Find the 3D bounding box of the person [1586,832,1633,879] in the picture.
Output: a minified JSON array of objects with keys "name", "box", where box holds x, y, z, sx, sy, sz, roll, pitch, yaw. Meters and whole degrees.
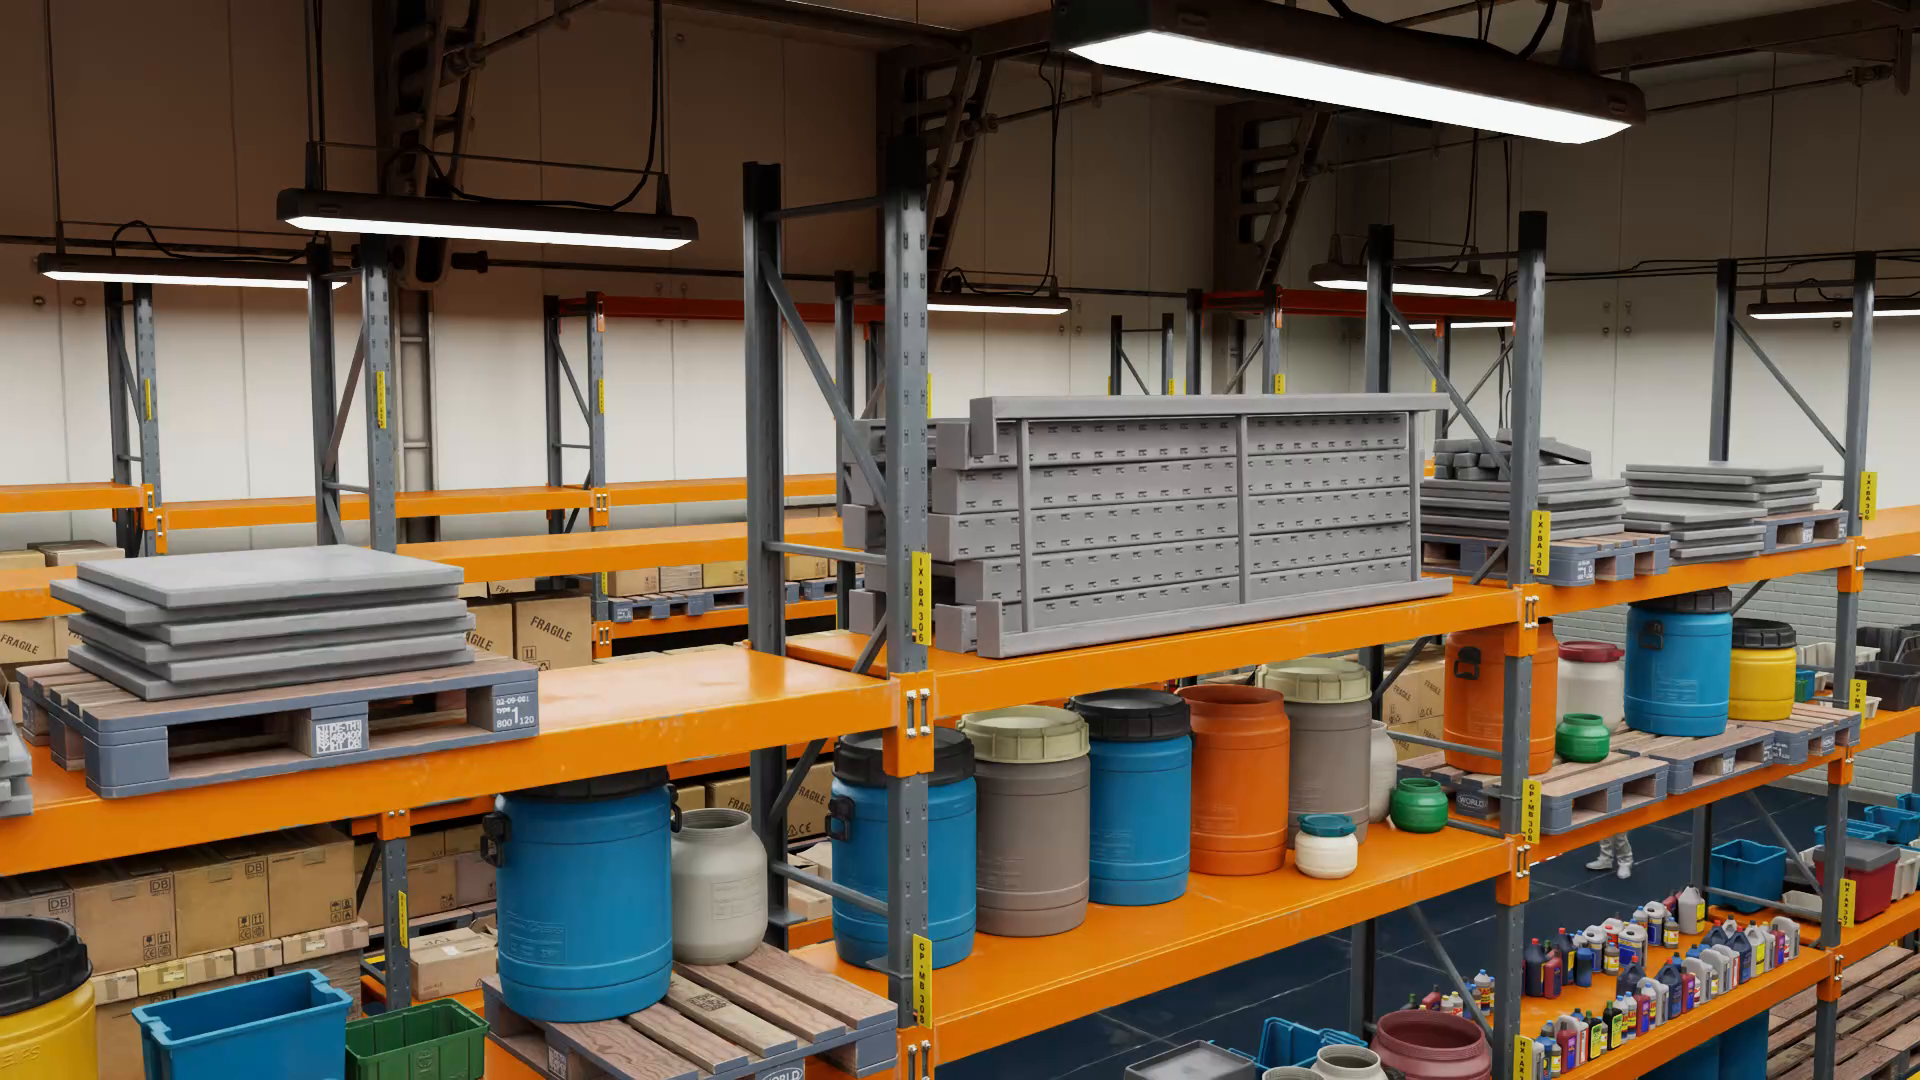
[{"name":"person","box":[6.800,2.601,17.402,0.477,1.787,0.627,-1,6,-13]}]
